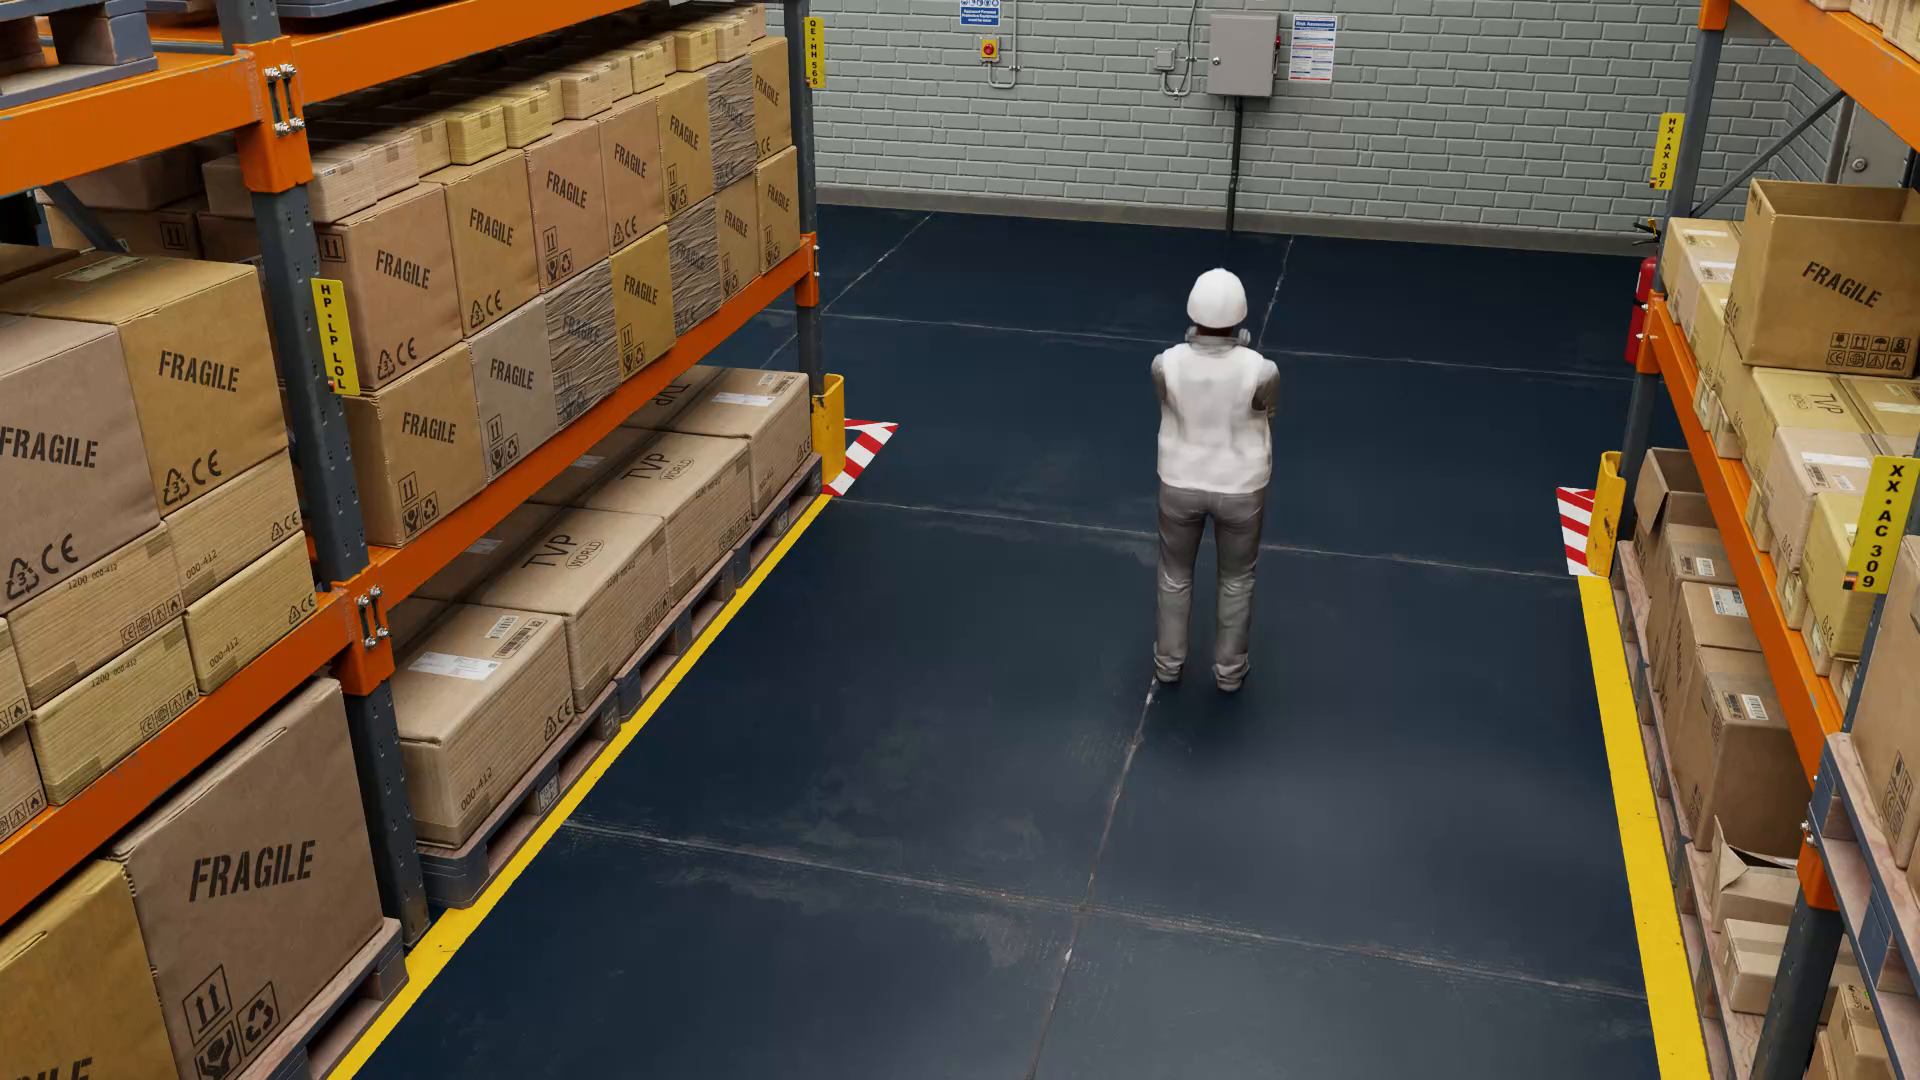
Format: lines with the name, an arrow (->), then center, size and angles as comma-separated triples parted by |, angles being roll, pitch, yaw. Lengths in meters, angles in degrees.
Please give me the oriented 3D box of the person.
person -> 1.005, -0.267, 6.657 | 0.494, 1.762, 0.564 | 7, 26, 14
